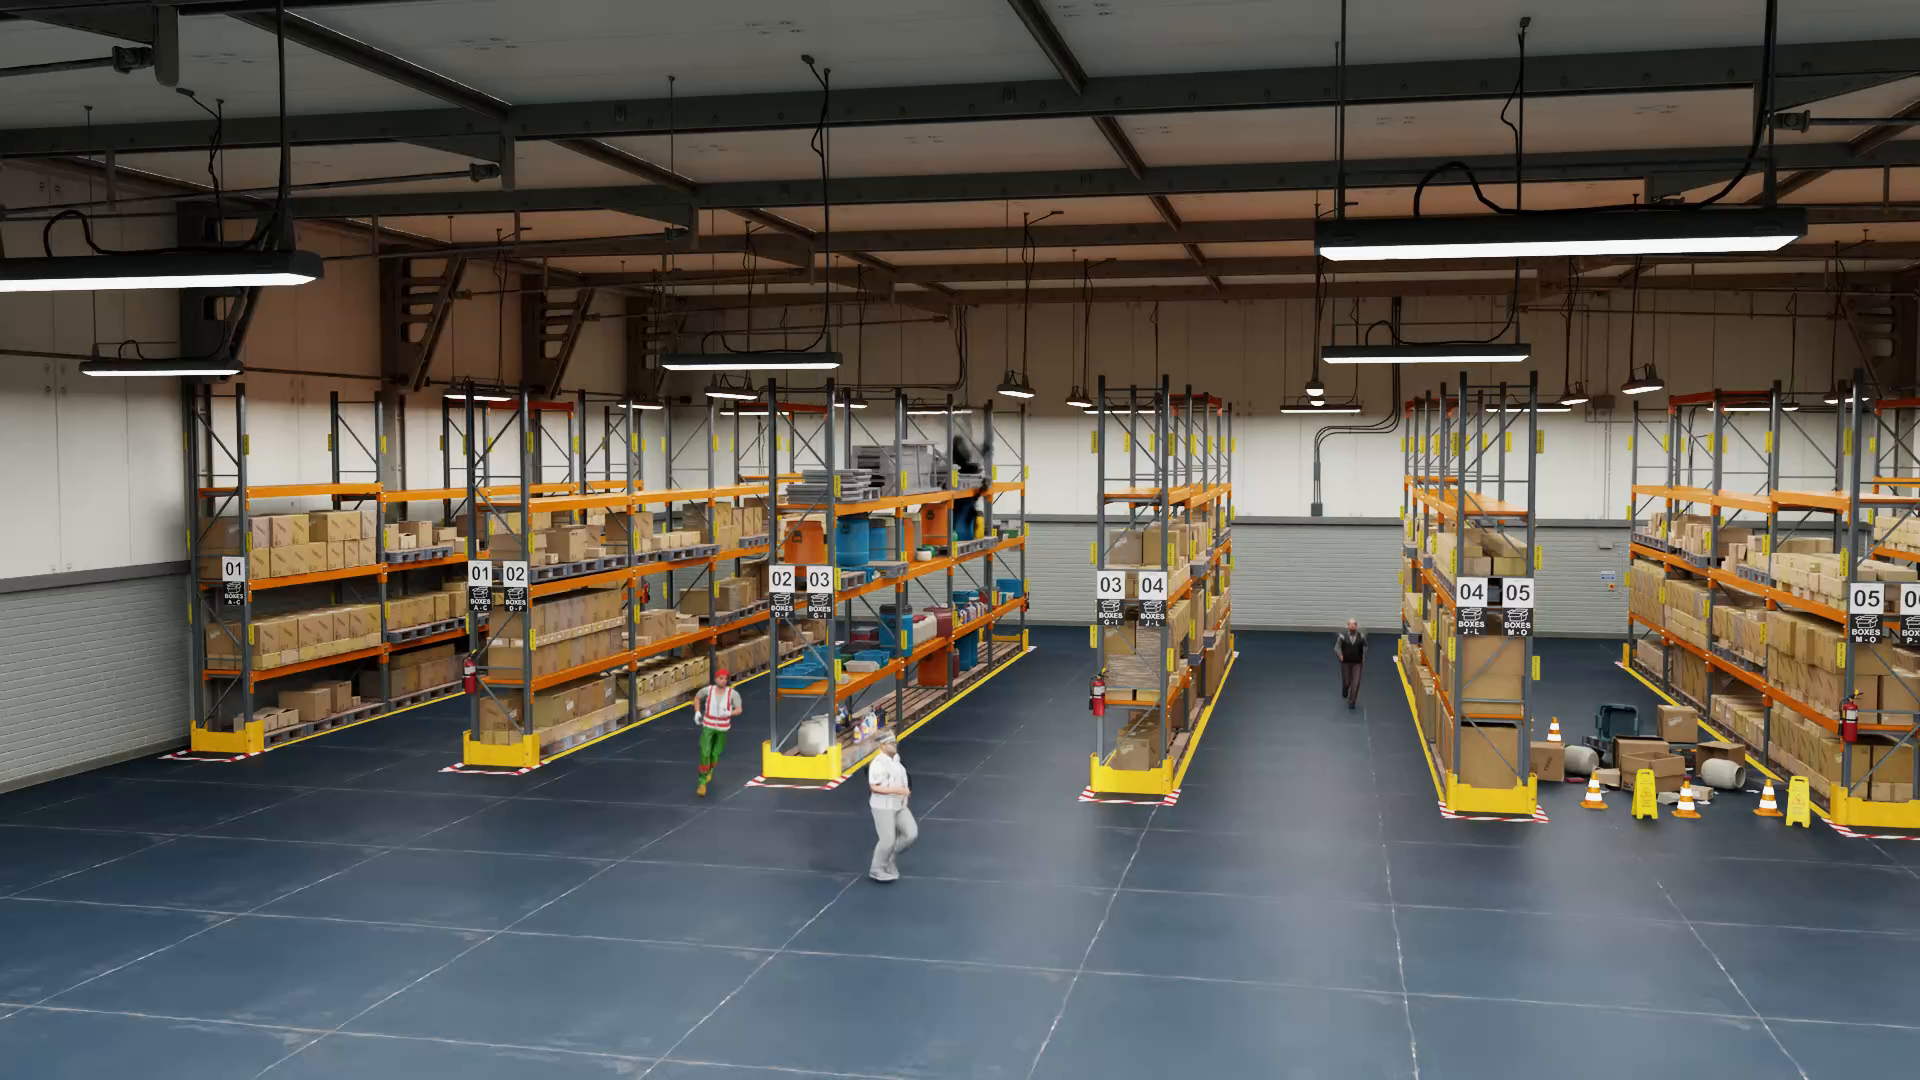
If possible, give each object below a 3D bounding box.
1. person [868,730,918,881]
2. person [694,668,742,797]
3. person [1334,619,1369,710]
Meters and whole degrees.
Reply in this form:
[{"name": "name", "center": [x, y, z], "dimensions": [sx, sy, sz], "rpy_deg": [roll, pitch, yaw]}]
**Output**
[{"name": "person", "center": [-0.741, 3.040, 18.985], "dimensions": [0.638, 1.760, 0.640], "rpy_deg": [2, 4, 35]}, {"name": "person", "center": [-3.508, 2.734, 24.121], "dimensions": [0.684, 1.772, 0.967], "rpy_deg": [-1, 3, -11]}, {"name": "person", "center": [7.462, 2.354, 31.645], "dimensions": [0.661, 1.692, 0.778], "rpy_deg": [0, 3, 7]}]
